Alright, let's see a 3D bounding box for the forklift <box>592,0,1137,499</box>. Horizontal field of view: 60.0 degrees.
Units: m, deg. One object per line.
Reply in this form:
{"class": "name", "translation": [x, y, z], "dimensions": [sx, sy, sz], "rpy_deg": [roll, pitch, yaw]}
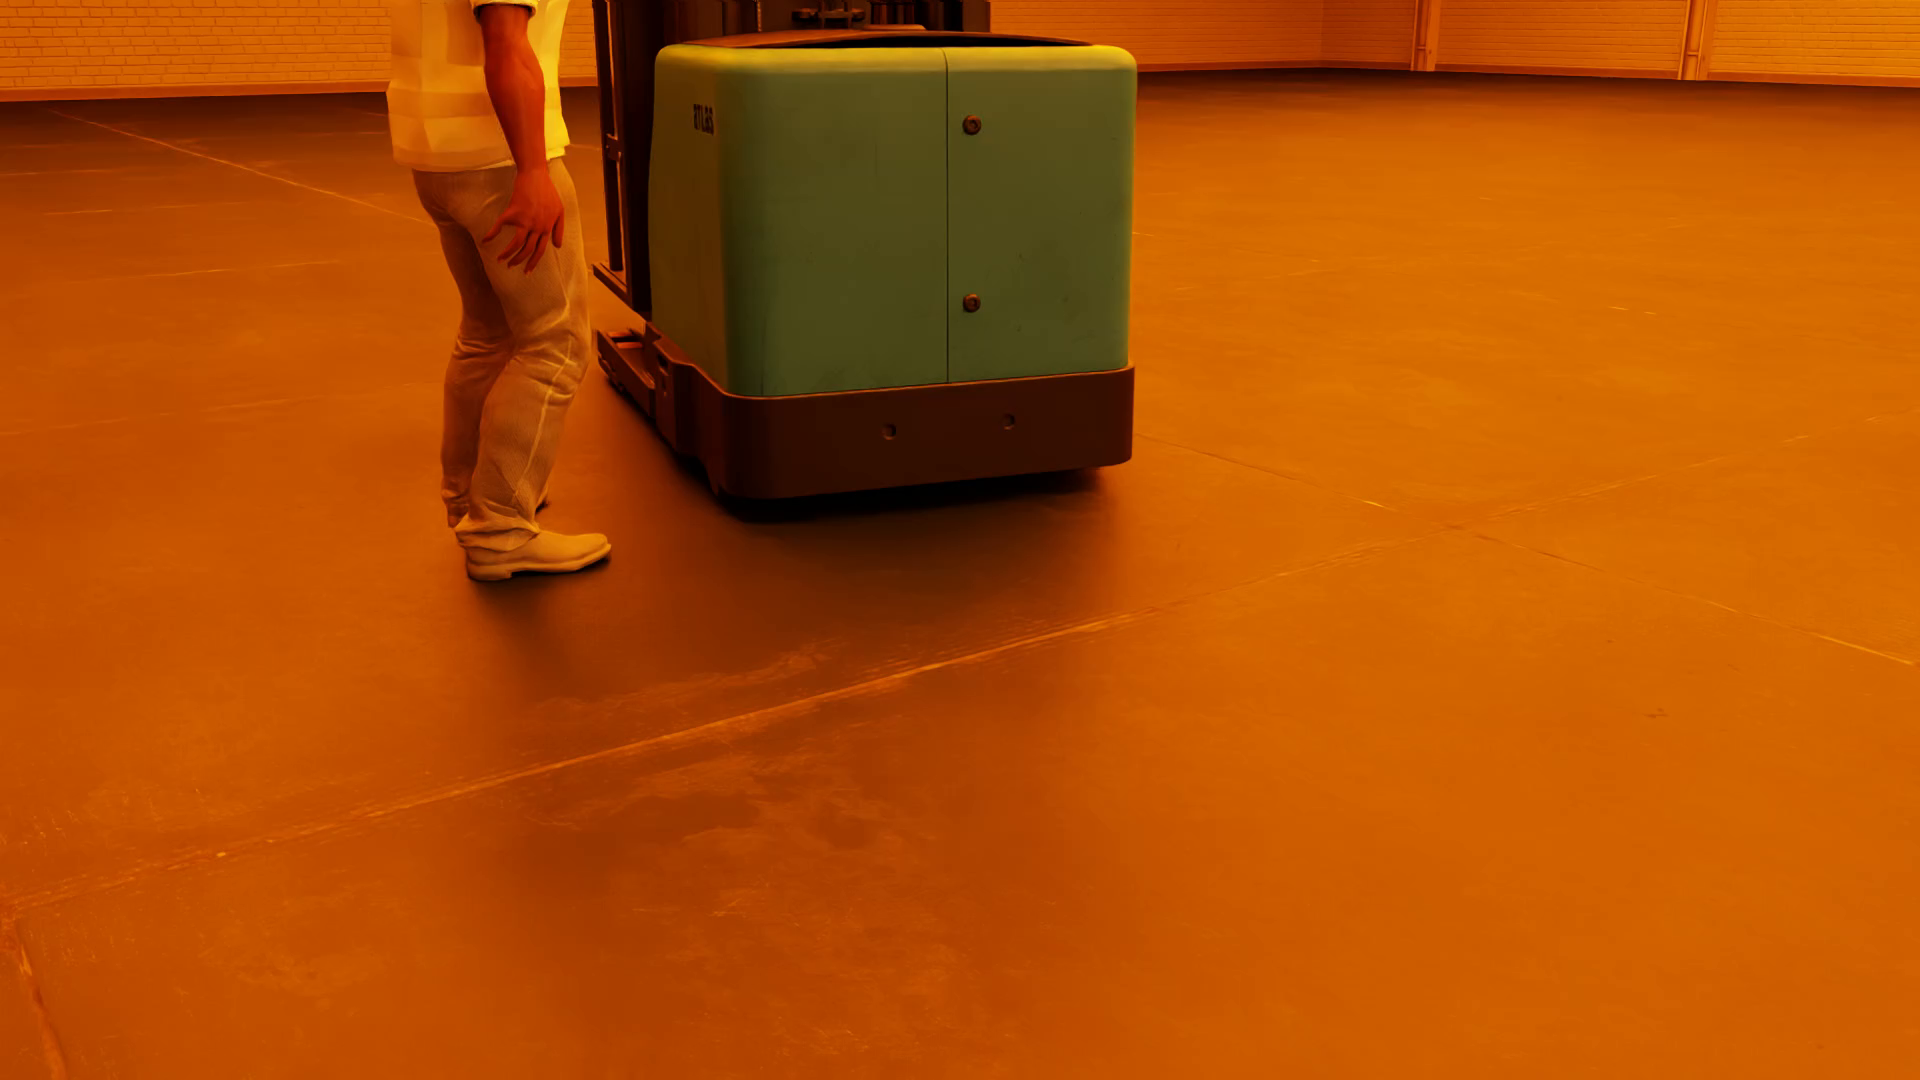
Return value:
{"class": "forklift", "translation": [-0.548, -1.898, 4.938], "dimensions": [1.130, 2.935, 3.031], "rpy_deg": [-6, 19, -19]}

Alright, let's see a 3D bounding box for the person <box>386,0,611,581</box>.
{"class": "person", "translation": [-0.947, -0.805, 3.471], "dimensions": [0.427, 1.737, 0.839], "rpy_deg": [-12, 21, -33]}
